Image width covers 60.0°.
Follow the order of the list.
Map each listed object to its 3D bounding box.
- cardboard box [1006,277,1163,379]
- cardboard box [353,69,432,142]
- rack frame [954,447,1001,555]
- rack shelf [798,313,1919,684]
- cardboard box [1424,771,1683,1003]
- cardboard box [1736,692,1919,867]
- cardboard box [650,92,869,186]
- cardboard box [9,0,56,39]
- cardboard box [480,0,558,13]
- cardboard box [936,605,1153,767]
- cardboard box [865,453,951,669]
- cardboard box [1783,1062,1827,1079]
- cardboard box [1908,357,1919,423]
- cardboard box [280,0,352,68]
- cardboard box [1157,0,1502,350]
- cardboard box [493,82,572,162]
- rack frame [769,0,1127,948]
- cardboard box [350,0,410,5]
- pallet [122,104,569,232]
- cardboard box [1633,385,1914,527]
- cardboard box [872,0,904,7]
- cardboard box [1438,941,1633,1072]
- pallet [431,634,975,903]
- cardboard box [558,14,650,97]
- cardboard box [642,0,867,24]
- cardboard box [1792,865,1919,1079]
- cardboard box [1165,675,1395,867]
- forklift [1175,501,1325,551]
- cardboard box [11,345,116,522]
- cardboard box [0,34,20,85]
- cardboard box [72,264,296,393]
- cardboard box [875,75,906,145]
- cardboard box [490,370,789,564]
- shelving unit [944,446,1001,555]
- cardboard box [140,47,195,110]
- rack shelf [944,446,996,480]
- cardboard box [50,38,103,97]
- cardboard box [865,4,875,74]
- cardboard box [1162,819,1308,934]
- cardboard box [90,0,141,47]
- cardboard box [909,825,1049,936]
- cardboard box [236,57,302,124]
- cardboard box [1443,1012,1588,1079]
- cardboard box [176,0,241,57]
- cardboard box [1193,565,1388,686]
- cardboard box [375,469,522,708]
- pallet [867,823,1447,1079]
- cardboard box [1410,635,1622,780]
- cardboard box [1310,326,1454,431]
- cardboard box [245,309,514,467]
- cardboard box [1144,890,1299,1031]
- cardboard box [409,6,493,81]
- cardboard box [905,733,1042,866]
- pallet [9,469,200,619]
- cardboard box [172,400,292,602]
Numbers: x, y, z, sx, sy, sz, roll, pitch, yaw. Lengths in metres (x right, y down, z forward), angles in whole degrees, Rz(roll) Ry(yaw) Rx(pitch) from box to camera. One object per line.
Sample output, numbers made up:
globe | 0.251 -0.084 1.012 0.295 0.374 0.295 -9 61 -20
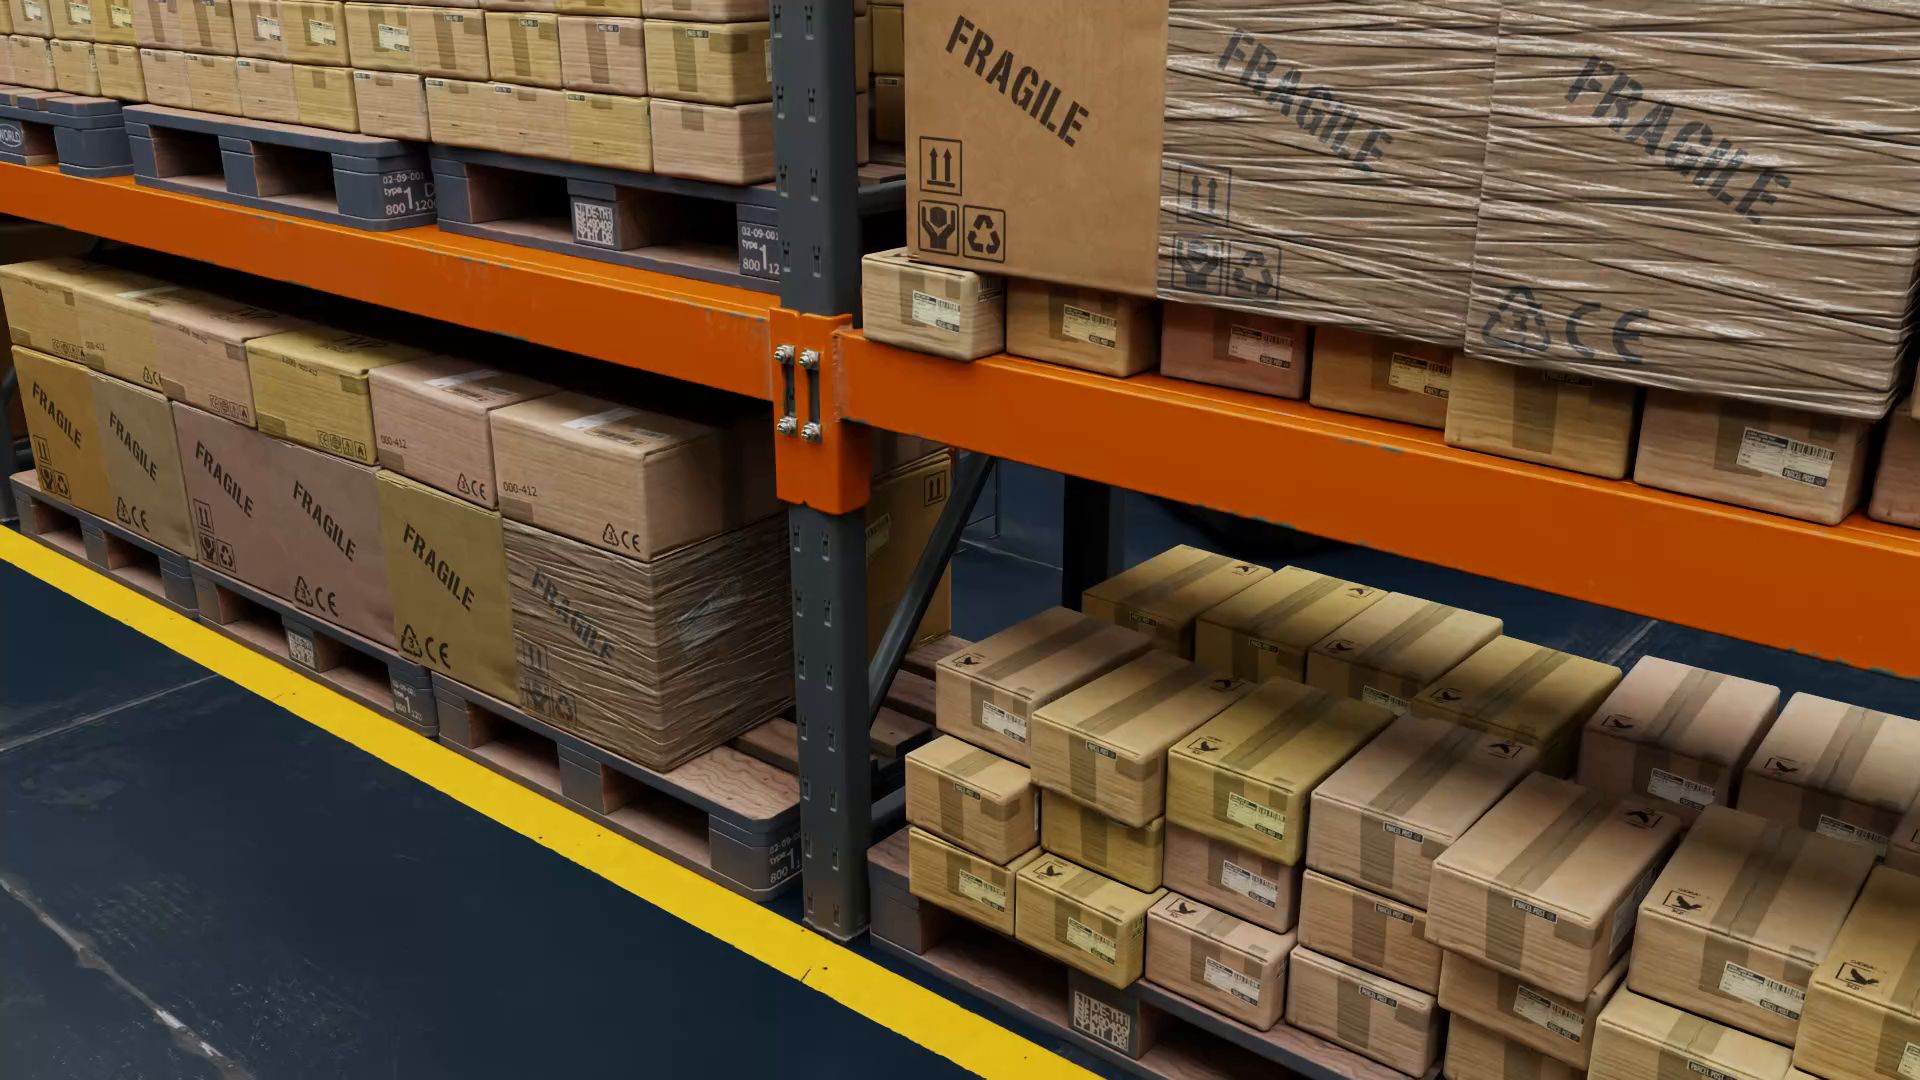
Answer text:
cardboard box | 0.292 -0.405 2.846 0.250 0.149 0.380 17 27 38
cardboard box | -1.207 -1.056 3.979 0.250 0.149 0.380 15 25 34
rack frame | 0.060 -0.544 5.411 0.006 1.200 0.240 16 26 36
rack shelf | 1.582 0.071 2.250 4.000 0.370 1.077 16 26 36
cardboard box | 0.933 0.532 2.608 0.250 0.149 0.380 17 26 37
cardboard box | 1.530 0.426 2.890 0.250 0.149 0.380 15 25 34
cardboard box | -0.400 -0.826 3.368 0.250 0.149 0.380 15 26 35
cardboard box | -2.607 -1.600 5.000 0.250 0.149 0.380 18 27 39
cardboard box | -0.809 -1.224 3.580 0.250 0.149 0.380 15 25 35
cardboard box | 0.168 0.280 3.276 0.250 0.149 0.380 17 27 38
cardboard box | -0.372 0.023 4.302 0.500 0.500 0.500 17 27 38
cardboard box | 1.311 0.795 2.332 0.250 0.149 0.380 16 26 37
cardboard box | 1.446 -0.377 1.853 0.500 0.500 0.500 18 27 39
cardboard box | -1.424 -1.258 4.093 0.250 0.149 0.380 16 26 37
cardboard box | 0.645 -0.610 2.473 0.500 0.500 0.500 16 26 36
cardboard box | -0.794 -0.940 3.670 0.250 0.149 0.380 16 26 36
rack frame | 0.033 -0.712 3.306 0.127 3.000 1.000 16 26 36
cardboard box | -1.201 -1.338 3.883 0.250 0.149 0.380 15 25 35
pallet | -1.507 -1.085 4.565 1.213 0.211 1.003 16 26 36
cardboard box | 1.096 -0.162 2.202 0.250 0.149 0.380 17 27 39
cardboard box | 0.018 -1.283 3.738 0.250 0.149 0.380 18 27 39
cardboard box | 0.981 0.660 2.692 0.250 0.149 0.380 18 27 39
pallet | -0.572 0.419 4.257 1.213 0.211 1.003 16 26 36
cardboard box | -0.605 -1.024 3.471 0.250 0.149 0.380 16 26 37
cardboard box | -0.402 -1.106 3.267 0.250 0.149 0.380 18 27 39
cardboard box | 1.363 0.636 2.333 0.250 0.149 0.380 16 26 37
cardboard box | 0.571 0.401 2.956 0.250 0.149 0.380 16 26 36
forklift | 2.153 -1.641 5.865 3.031 2.935 1.130 -7 22 -19
cardboard box | -2.680 -0.404 5.436 0.500 0.500 0.500 15 25 34
cardboard box | -2.847 -1.529 5.232 0.250 0.149 0.380 16 26 36
cardboard box | -2.292 -0.649 5.024 0.500 0.250 0.500 16 26 36
cardboard box | 0.018 -1.005 3.843 0.250 0.149 0.380 15 25 34
cardboard box | -0.704 -0.187 3.798 0.500 0.250 0.500 15 25 35
shelving unit | -0.011 -0.565 5.465 0.189 1.200 0.258 16 26 36
cardboard box | -2.012 -1.290 4.599 0.250 0.149 0.380 17 27 38
rack shelf | -0.011 -0.298 5.565 0.180 0.103 0.258 16 26 36
cardboard box | -2.430 -1.409 4.913 0.250 0.149 0.380 18 27 39
cardboard box | -0.184 -1.201 3.942 0.250 0.149 0.380 15 26 35
cardboard box | 0.575 0.531 3.033 0.250 0.149 0.380 16 26 36
cardboard box | -2.203 -1.485 4.695 0.250 0.149 0.380 16 26 37
cardboard box | 0.112 0.594 3.287 0.250 0.149 0.380 15 25 34
cardboard box | -1.618 -1.175 4.294 0.250 0.149 0.380 15 25 35
cardboard box | 1.002 0.788 2.772 0.250 0.149 0.380 15 25 34
cardboard box | -1.820 -1.373 4.398 0.250 0.149 0.380 16 26 36
cardboard box | 0.696 0.201 3.486 0.250 0.149 0.380 16 26 37
cardboard box | -1.097 0.050 4.232 0.500 0.500 0.500 15 26 35
pallet | 0.575 0.733 3.426 1.213 0.211 1.003 16 26 36
cardboard box | 1.045 0.334 3.133 0.250 0.149 0.380 17 27 38
cardboard box | 0.739 -0.297 2.562 0.250 0.149 0.380 15 25 34
cardboard box | -1.513 -0.420 4.414 0.500 0.250 0.500 15 25 34
cardboard box | 0.543 0.695 3.020 0.250 0.149 0.380 16 26 36
cardboard box | -1.010 -1.140 3.778 0.250 0.149 0.380 15 25 35
cardboard box | 0.111 0.454 3.236 0.250 0.149 0.380 18 27 39
pallet | -2.462 -0.125 5.701 1.213 0.211 1.003 16 26 36
cardboard box | -1.887 -0.180 4.841 0.500 0.500 0.500 15 26 35
